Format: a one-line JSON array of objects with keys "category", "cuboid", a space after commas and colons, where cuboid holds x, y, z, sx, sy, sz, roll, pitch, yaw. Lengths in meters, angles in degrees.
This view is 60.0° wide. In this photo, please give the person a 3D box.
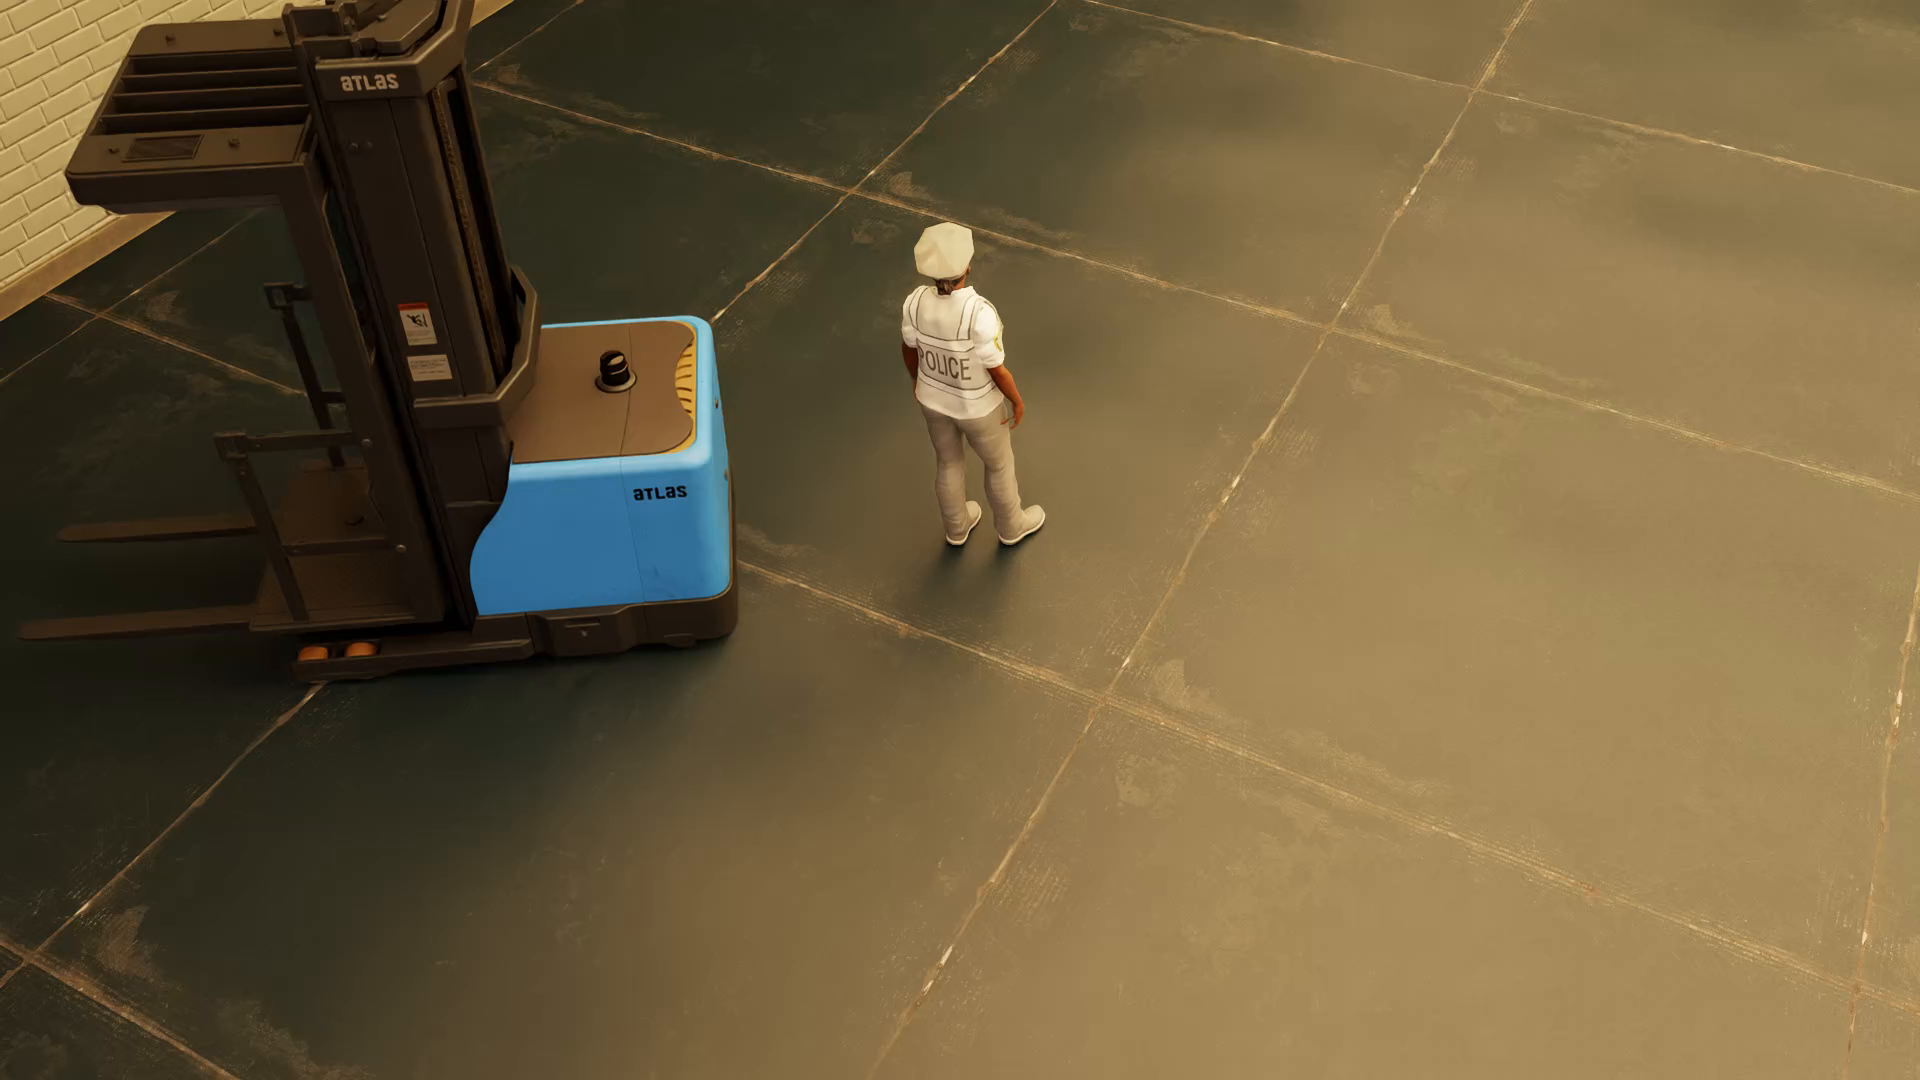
[{"category": "person", "cuboid": [0.052, -0.662, 7.247, 0.570, 1.697, 0.528, 20, 47, 20]}]

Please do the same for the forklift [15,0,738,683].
[{"category": "forklift", "cuboid": [-2.531, -0.836, 6.542, 3.031, 2.935, 1.130, -4, 43, -5]}]
